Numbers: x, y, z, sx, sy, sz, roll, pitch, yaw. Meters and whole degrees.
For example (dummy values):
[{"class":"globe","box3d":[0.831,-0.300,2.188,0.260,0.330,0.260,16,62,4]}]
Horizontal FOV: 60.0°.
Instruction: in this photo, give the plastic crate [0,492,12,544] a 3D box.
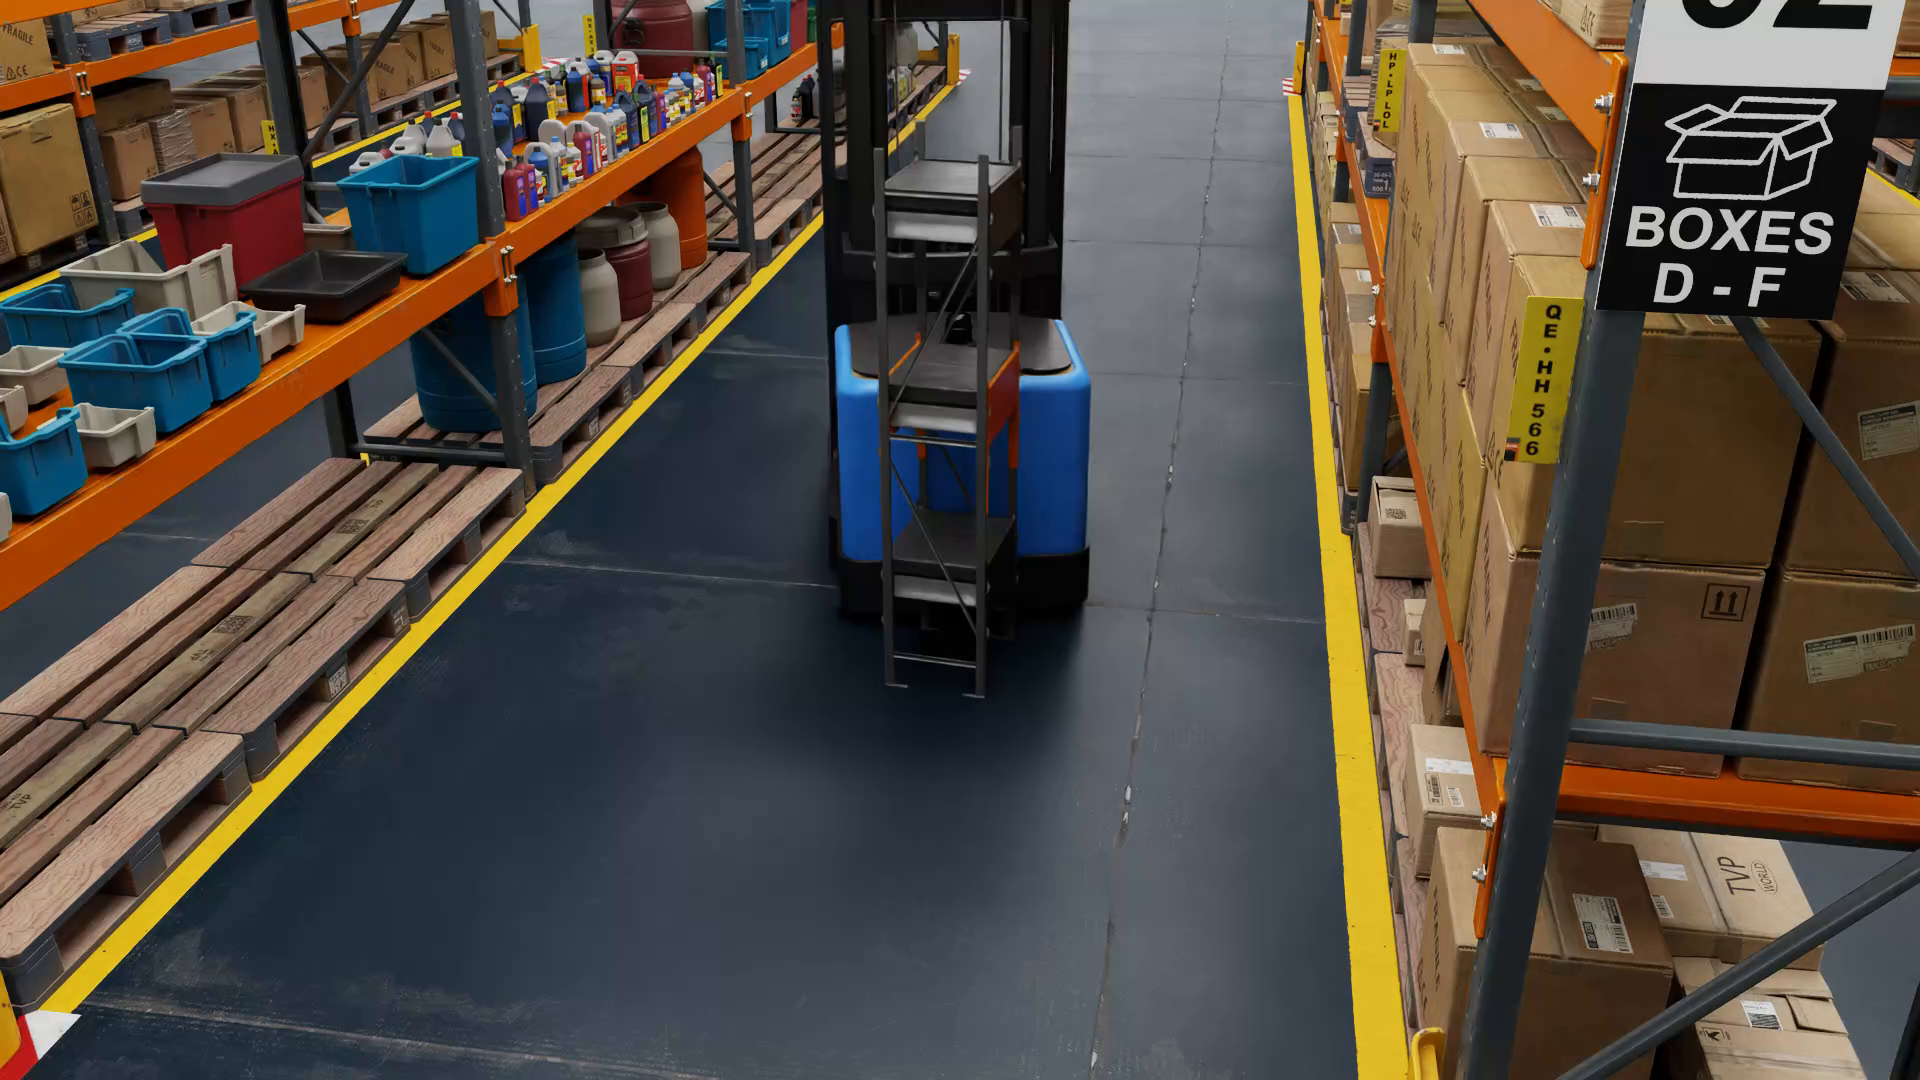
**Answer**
[{"class":"plastic crate","box3d":[-2.755,-0.042,4.543,0.250,0.136,0.298,4,25,9]}]

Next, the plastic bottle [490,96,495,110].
[{"class":"plastic bottle","box3d":[-2.660,-2.350,9.370,0.061,0.283,0.133,4,25,9]}]

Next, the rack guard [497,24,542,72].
[{"class":"rack guard","box3d":[-5.538,-5.797,19.545,1.175,0.500,0.348,4,25,9]}]

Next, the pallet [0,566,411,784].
[{"class":"pallet","box3d":[-2.879,0.486,6.463,1.003,0.211,1.213,4,25,9]}]

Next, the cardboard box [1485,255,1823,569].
[{"class":"cardboard box","box3d":[1.434,-0.284,3.522,0.500,0.500,0.500,4,25,8]}]

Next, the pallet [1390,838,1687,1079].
[{"class":"pallet","box3d":[1.774,1.317,4.688,1.003,0.211,1.213,4,25,9]}]

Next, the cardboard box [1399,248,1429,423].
[{"class":"cardboard box","box3d":[1.769,-0.682,5.550,0.500,0.500,0.500,4,25,8]}]

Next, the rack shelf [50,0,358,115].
[{"class":"rack shelf","box3d":[-6.506,-4.126,13.874,1.077,0.370,4.000,4,25,9]}]

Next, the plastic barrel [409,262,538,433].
[{"class":"plastic barrel","box3d":[-2.494,-1.065,8.467,0.600,0.901,0.708,4,25,9]}]

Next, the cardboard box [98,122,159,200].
[{"class":"cardboard box","box3d":[-6.743,-2.964,12.973,0.700,0.500,0.500,3,25,6]}]

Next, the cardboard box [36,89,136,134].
[{"class":"cardboard box","box3d":[-6.753,-3.304,12.815,0.500,0.250,0.500,5,26,11]}]

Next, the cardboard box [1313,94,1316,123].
[{"class":"cardboard box","box3d":[3.545,-3.962,15.425,0.500,0.250,0.500,4,25,9]}]

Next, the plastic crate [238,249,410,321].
[{"class":"plastic crate","box3d":[-2.518,-1.015,6.633,0.437,0.125,0.590,4,25,9]}]

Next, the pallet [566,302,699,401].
[{"class":"pallet","box3d":[-2.236,-1.167,9.995,1.003,0.211,1.213,4,25,9]}]

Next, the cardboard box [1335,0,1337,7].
[{"class":"cardboard box","box3d":[3.740,-5.052,14.887,0.700,0.500,0.500,4,25,8]}]

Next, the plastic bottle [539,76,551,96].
[{"class":"plastic bottle","box3d":[-2.517,-2.662,10.052,0.097,0.271,0.097,0,25,0]}]

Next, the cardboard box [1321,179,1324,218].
[{"class":"cardboard box","box3d":[2.951,-2.535,12.375,0.500,0.250,0.500,5,25,10]}]

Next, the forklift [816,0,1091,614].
[{"class":"forklift","box3d":[-0.097,-1.609,7.731,1.130,2.935,3.031,-2,25,-4]}]

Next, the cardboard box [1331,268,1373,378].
[{"class":"cardboard box","box3d":[2.336,-1.176,9.154,0.500,0.500,0.500,3,25,7]}]

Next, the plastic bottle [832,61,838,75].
[{"class":"plastic bottle","box3d":[-1.298,-4.757,17.059,0.061,0.283,0.133,4,25,9]}]

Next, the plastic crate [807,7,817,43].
[{"class":"plastic crate","box3d":[-1.299,-4.101,13.223,0.450,0.188,0.662,4,25,9]}]

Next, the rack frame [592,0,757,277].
[{"class":"rack frame","box3d":[-1.946,-3.272,11.201,1.000,3.000,0.127,4,25,9]}]

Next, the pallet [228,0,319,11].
[{"class":"pallet","box3d":[-6.448,-4.891,14.888,1.003,0.211,1.213,4,25,9]}]

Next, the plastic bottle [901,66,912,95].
[{"class":"plastic bottle","box3d":[-0.575,-4.681,16.907,0.152,0.276,0.135,4,25,9]}]

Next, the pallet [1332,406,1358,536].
[{"class":"pallet","box3d":[2.382,-0.334,8.214,1.003,0.211,1.213,4,25,9]}]

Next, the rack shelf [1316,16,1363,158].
[{"class":"rack shelf","box3d":[3.267,-3.438,12.404,1.077,0.370,4.000,4,25,9]}]

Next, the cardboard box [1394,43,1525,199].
[{"class":"cardboard box","box3d":[1.931,-1.575,6.278,0.500,0.500,0.500,5,25,10]}]

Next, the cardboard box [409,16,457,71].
[{"class":"cardboard box","box3d":[-5.708,-5.506,18.429,0.500,0.500,0.500,11,27,22]}]

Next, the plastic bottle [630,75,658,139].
[{"class":"plastic bottle","box3d":[-1.846,-2.509,9.630,0.144,0.351,0.185,4,25,9]}]

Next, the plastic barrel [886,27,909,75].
[{"class":"plastic barrel","box3d":[-0.753,-5.191,17.741,0.421,0.512,0.421,0,25,0]}]

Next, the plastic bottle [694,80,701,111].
[{"class":"plastic bottle","box3d":[-1.682,-2.799,10.425,0.097,0.201,0.097,0,25,0]}]

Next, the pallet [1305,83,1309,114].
[{"class":"pallet","box3d":[4.163,-4.687,17.515,1.003,0.211,1.213,4,25,9]}]

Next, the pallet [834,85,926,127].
[{"class":"pallet","box3d":[-0.945,-4.471,17.054,1.003,0.211,1.213,4,25,9]}]

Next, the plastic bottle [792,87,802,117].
[{"class":"plastic bottle","box3d":[-1.540,-4.138,15.737,0.061,0.283,0.133,5,26,11]}]

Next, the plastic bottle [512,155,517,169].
[{"class":"plastic bottle","box3d":[-2.215,-1.830,8.355,0.097,0.201,0.097,0,25,0]}]

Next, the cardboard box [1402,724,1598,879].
[{"class":"cardboard box","box3d":[1.663,0.825,5.173,0.500,0.250,0.500,4,25,9]}]

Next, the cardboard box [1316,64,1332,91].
[{"class":"cardboard box","box3d":[3.547,-4.302,15.266,0.500,0.500,0.500,4,25,9]}]

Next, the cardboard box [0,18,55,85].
[{"class":"cardboard box","box3d":[-6.669,-3.437,11.436,0.500,0.500,0.500,5,26,10]}]

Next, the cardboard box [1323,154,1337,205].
[{"class":"cardboard box","box3d":[2.861,-2.580,11.810,0.500,0.311,0.500,4,25,8]}]

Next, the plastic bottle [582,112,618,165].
[{"class":"plastic bottle","box3d":[-1.959,-2.194,9.045,0.152,0.276,0.135,4,25,9]}]

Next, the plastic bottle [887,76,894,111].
[{"class":"plastic bottle","box3d":[-0.721,-4.332,16.072,0.144,0.351,0.185,3,25,6]}]

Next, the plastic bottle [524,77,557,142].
[{"class":"plastic bottle","box3d":[-2.421,-2.490,9.590,0.144,0.351,0.185,4,25,9]}]

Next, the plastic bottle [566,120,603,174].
[{"class":"plastic bottle","box3d":[-1.997,-2.097,8.838,0.152,0.276,0.135,4,25,9]}]

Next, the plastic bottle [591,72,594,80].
[{"class":"plastic bottle","box3d":[-2.398,-2.936,10.718,0.097,0.201,0.097,0,25,0]}]

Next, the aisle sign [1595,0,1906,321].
[{"class":"aisle sign","box3d":[1.319,-0.751,2.750,0.394,0.787,0.004,4,25,9]}]

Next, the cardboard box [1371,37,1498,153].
[{"class":"cardboard box","box3d":[2.514,-2.233,8.368,0.700,0.500,0.500,-2,25,-5]}]

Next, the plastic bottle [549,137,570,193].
[{"class":"plastic bottle","box3d":[-2.043,-1.907,8.438,0.097,0.271,0.097,0,25,0]}]

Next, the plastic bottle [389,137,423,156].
[{"class":"plastic bottle","box3d":[-2.795,-1.883,8.380,0.152,0.276,0.135,4,25,9]}]

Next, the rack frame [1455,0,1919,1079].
[{"class":"rack frame","box3d":[1.636,0.419,3.316,0.949,2.616,0.053,4,25,9]}]

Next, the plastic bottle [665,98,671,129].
[{"class":"plastic bottle","box3d":[-1.778,-2.555,9.904,0.097,0.201,0.097,0,25,0]}]

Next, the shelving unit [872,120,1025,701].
[{"class":"shelving unit","box3d":[-0.033,-0.455,6.246,0.431,2.100,0.503,7,26,14]}]
